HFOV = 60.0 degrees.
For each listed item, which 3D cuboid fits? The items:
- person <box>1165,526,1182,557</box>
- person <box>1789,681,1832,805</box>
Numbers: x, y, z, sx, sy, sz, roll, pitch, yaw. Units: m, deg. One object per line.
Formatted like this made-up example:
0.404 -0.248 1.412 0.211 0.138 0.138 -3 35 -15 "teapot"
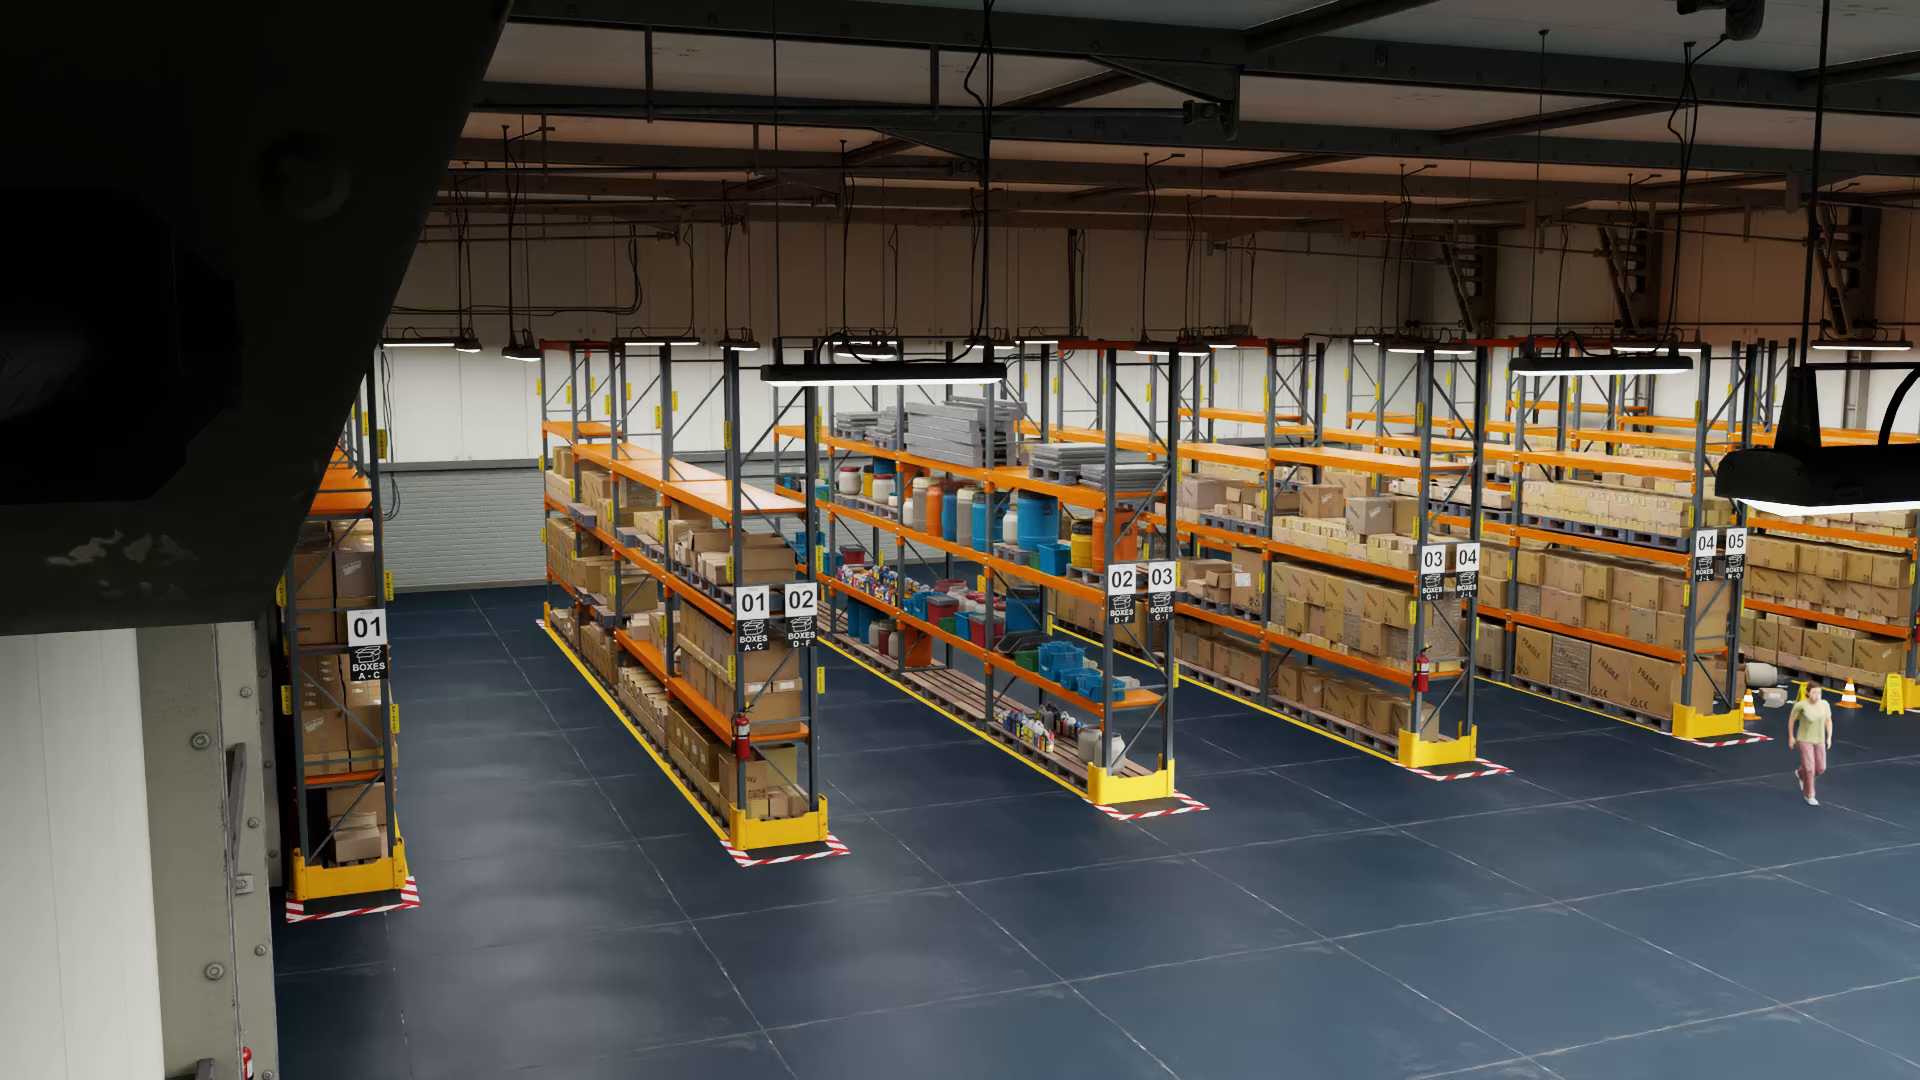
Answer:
5.363 0.064 41.453 1.024 1.737 0.580 -1 7 -5 "person"
11.275 2.653 22.147 0.508 1.645 0.647 0 7 2 "person"
